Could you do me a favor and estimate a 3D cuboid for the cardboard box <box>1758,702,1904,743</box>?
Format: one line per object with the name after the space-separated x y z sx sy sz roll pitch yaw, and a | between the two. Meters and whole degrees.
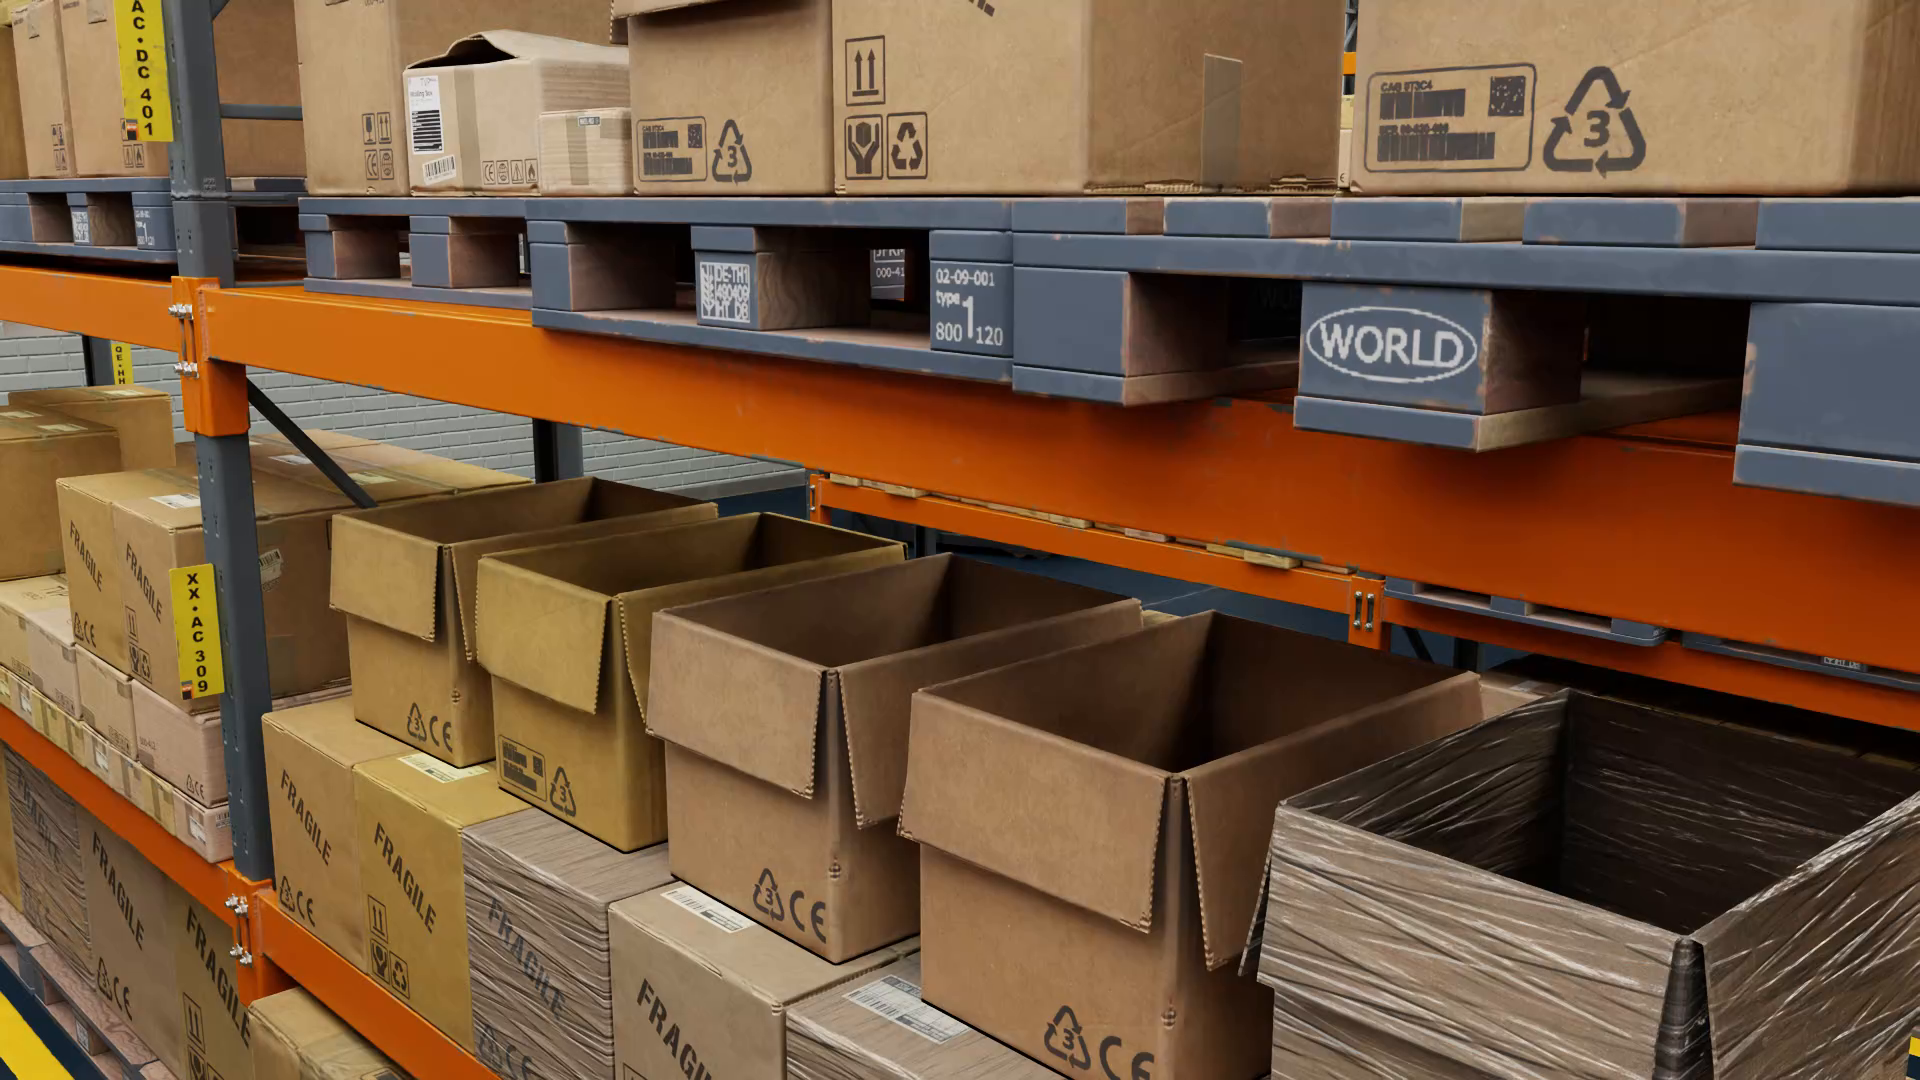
3.618 0.809 6.845 0.500 0.250 0.500 11 16 43 | cardboard box

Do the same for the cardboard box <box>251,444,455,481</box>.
-1.938 -0.009 5.298 0.500 0.500 0.500 -11 16 -43 | cardboard box

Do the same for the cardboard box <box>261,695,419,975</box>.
-1.320 0.662 4.017 0.500 0.500 0.500 -11 16 -42 | cardboard box

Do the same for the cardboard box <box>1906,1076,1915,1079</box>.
1.166 1.035 2.207 0.500 0.500 0.500 -10 15 -41 | cardboard box

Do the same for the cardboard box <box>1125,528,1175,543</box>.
1.066 -0.100 8.585 0.250 0.149 0.380 11 16 43 | cardboard box

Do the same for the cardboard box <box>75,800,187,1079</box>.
-2.477 1.205 5.853 0.875 0.875 0.875 -11 16 -43 | cardboard box

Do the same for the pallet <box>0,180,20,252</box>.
-2.853 -1.116 5.679 1.003 0.211 1.213 -11 16 -43 | pallet

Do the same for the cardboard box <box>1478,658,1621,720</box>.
2.519 0.729 7.237 0.500 0.250 0.500 11 16 43 | cardboard box

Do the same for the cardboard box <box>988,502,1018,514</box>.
0.375 -0.255 9.340 0.380 0.149 0.250 -11 16 -44 | cardboard box

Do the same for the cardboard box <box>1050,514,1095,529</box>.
0.702 -0.172 8.933 0.380 0.149 0.250 -10 16 -41 | cardboard box

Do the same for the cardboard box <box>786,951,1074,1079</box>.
0.084 0.957 2.583 0.500 0.500 0.500 11 16 43 | cardboard box

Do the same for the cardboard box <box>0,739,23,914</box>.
-3.720 0.942 7.128 0.875 0.875 0.875 -11 16 -43 | cardboard box

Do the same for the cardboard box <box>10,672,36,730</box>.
-2.967 0.508 5.633 0.380 0.149 0.250 -11 16 -42 | cardboard box

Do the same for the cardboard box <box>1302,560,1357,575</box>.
1.833 0.047 7.875 0.380 0.149 0.250 -11 16 -43 | cardboard box

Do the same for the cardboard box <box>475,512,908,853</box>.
-0.545 0.263 3.470 0.797 0.503 0.637 -11 16 -42 | cardboard box

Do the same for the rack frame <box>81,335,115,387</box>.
-4.220 0.025 7.356 1.000 3.000 0.127 -11 16 -43 | rack frame

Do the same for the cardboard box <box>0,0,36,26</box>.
-2.832 -1.819 5.477 0.500 0.250 0.500 11 16 43 | cardboard box

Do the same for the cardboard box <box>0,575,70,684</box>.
-3.011 0.285 5.730 0.500 0.250 0.500 -11 16 -44 | cardboard box

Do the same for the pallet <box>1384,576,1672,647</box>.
2.622 0.158 7.185 1.003 0.211 1.213 -11 16 -43 | pallet

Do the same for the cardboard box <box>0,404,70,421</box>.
-3.738 -0.234 6.388 0.500 0.500 0.500 11 16 44 | cardboard box

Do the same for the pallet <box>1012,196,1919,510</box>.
0.822 -0.270 1.825 1.213 0.211 1.003 -10 15 -40 | pallet

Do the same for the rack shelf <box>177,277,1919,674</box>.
-0.076 -0.216 2.875 1.077 0.370 4.000 -11 16 -43 | rack shelf

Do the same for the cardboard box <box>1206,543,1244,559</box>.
1.435 -0.023 8.213 0.380 0.149 0.250 -10 15 -40 | cardboard box

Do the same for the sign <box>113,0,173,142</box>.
-1.858 -1.075 3.783 0.100 0.325 0.005 -11 16 -43 | sign

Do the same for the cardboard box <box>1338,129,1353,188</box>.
1.697 -1.740 7.622 0.500 0.250 0.500 11 16 42 | cardboard box

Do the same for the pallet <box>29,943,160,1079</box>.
-2.772 1.675 6.259 1.003 0.211 1.213 -11 16 -43 | pallet

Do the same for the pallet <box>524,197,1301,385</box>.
0.048 -0.433 2.615 1.003 0.211 1.213 -10 15 -40 | pallet

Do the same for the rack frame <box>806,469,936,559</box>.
-0.562 -0.651 10.639 1.000 3.000 0.127 -11 16 -43 | rack frame

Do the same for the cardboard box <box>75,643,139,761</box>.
-2.311 0.434 5.007 0.500 0.250 0.500 -10 15 -41 | cardboard box

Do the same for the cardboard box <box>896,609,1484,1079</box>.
0.364 0.448 2.570 0.797 0.503 0.637 -10 16 -41 | cardboard box

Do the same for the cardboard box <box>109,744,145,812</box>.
-2.260 0.658 4.906 0.380 0.149 0.250 -11 16 -44 | cardboard box

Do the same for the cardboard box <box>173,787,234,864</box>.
-1.905 0.733 4.542 0.380 0.149 0.250 -11 16 -42 | cardboard box

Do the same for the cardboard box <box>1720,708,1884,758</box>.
3.238 0.881 6.497 0.500 0.250 0.500 -10 15 -40 | cardboard box

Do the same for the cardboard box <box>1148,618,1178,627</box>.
1.193 0.562 9.298 0.250 0.149 0.380 11 16 43 | cardboard box

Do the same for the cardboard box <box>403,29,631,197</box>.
-0.765 -0.850 3.348 0.500 0.311 0.500 11 16 43 | cardboard box

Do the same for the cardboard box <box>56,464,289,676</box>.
-2.311 0.066 4.934 0.500 0.500 0.500 -11 16 -42 | cardboard box

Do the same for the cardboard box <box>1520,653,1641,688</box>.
2.897 0.657 7.583 0.500 0.250 0.500 11 16 44 | cardboard box

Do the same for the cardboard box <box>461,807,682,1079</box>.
-0.627 0.808 3.307 0.500 0.500 0.500 11 16 44 | cardboard box

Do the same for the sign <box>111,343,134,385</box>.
-3.817 -0.731 7.572 0.100 0.325 0.005 -11 16 -43 | sign

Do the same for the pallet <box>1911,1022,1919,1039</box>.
3.585 1.590 6.672 1.003 0.211 1.213 -11 16 -43 | pallet

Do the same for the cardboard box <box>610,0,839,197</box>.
-0.121 -0.828 2.766 0.797 0.503 0.637 -11 16 -43 | cardboard box

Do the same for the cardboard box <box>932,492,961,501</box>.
0.055 -0.338 9.743 0.380 0.149 0.250 -10 15 -40 | cardboard box

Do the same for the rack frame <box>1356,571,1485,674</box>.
2.200 -0.067 7.805 1.000 3.000 0.127 -11 16 -43 | rack frame

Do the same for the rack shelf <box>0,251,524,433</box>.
-2.838 -0.800 5.709 1.077 0.370 4.000 -11 16 -43 | rack shelf

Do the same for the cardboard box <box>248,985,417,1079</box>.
-1.001 1.535 4.254 1.225 0.875 0.875 -11 16 -42 | cardboard box

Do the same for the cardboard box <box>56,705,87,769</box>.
-2.616 0.583 5.271 0.380 0.149 0.250 -11 16 -42 | cardboard box

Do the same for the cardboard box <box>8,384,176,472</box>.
-3.693 -0.380 7.098 0.500 0.500 0.500 -11 16 -42 | cardboard box

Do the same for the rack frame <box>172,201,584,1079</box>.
-1.457 0.609 4.522 1.000 3.000 0.127 -11 16 -43 | rack frame

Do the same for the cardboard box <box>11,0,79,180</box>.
-2.409 -1.349 5.055 0.700 0.500 0.500 -10 15 -40 | cardboard box

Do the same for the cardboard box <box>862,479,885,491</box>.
-0.370 -0.404 10.061 0.380 0.149 0.250 -10 15 -41 | cardboard box

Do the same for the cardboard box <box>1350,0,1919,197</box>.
0.832 -0.612 1.716 0.797 0.503 0.637 -10 15 -39 | cardboard box

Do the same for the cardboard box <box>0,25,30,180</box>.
-3.128 -1.512 5.845 0.500 0.500 0.700 10 16 41 | cardboard box

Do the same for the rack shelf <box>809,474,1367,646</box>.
0.819 -0.007 9.295 1.077 0.370 4.000 -11 16 -43 | rack shelf

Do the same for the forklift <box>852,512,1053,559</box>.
0.616 -1.391 14.401 3.031 2.935 1.130 4 12 20 | forklift
